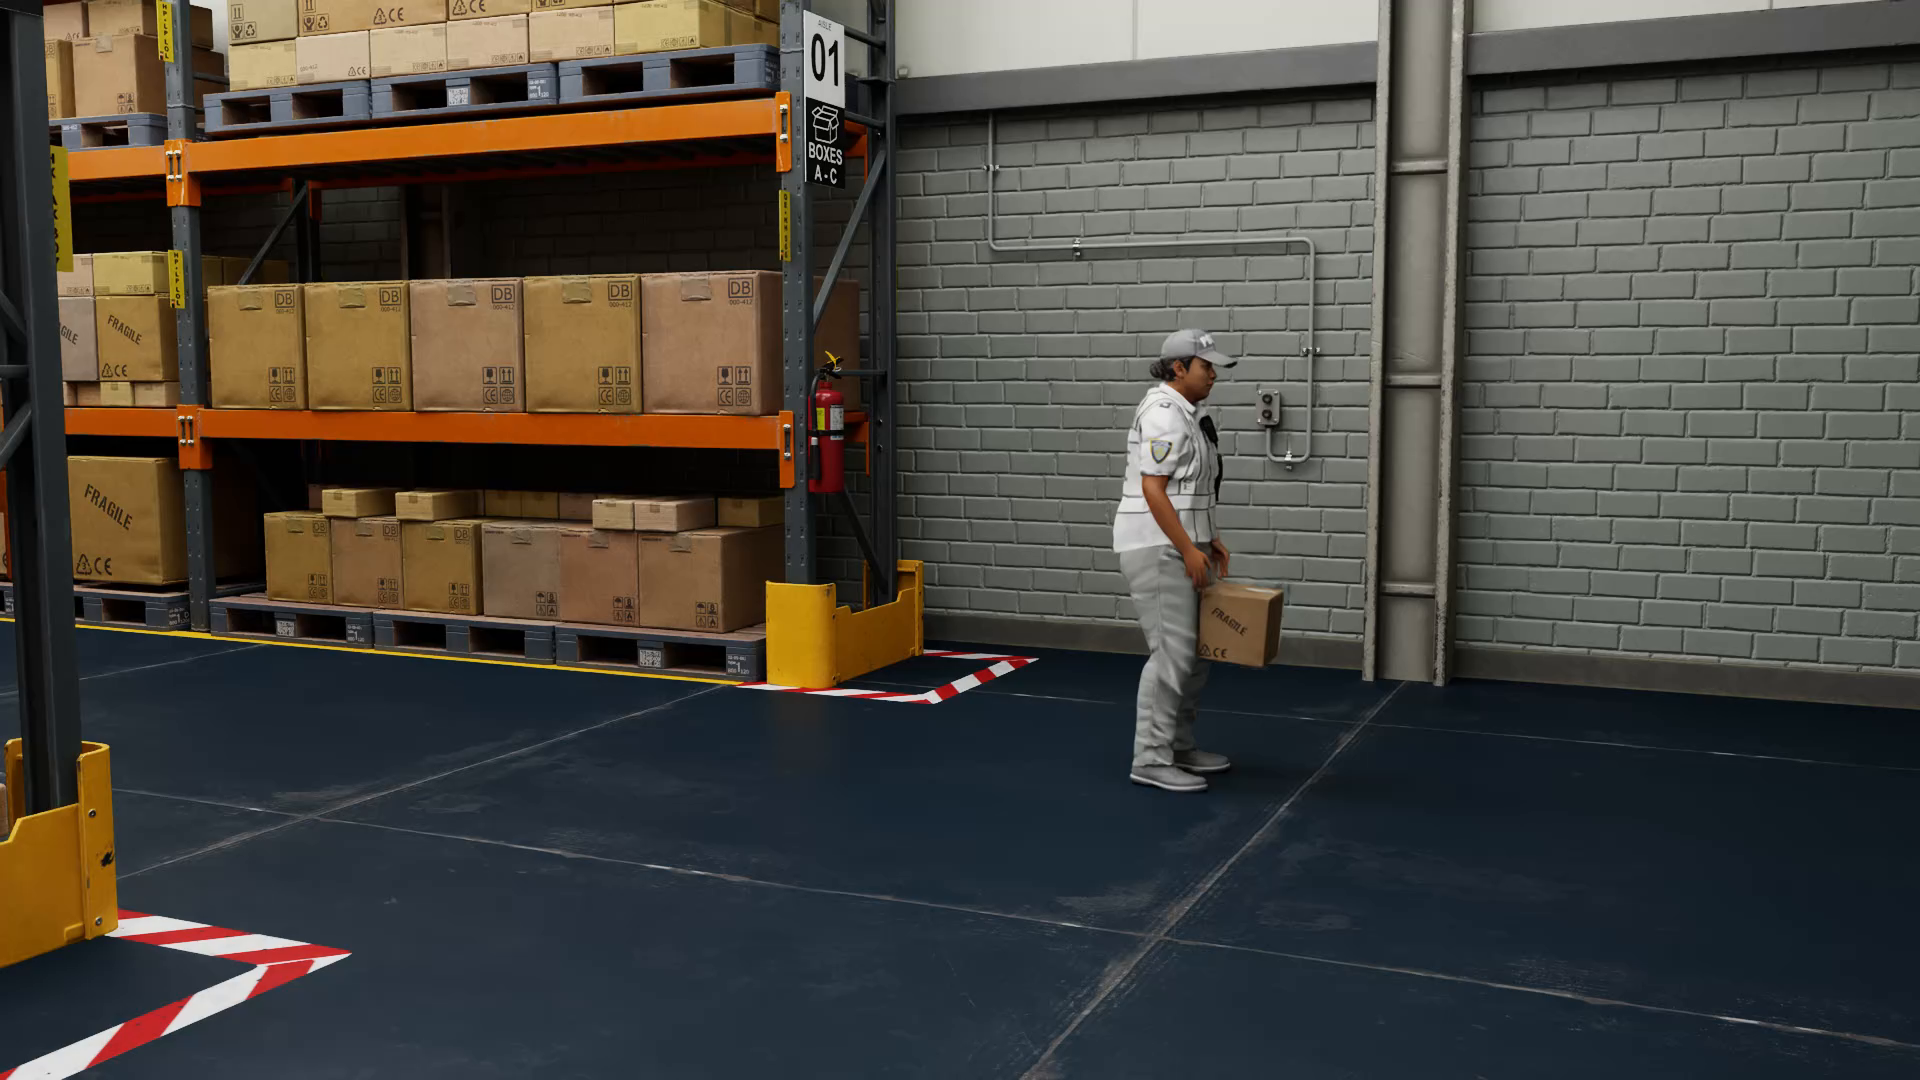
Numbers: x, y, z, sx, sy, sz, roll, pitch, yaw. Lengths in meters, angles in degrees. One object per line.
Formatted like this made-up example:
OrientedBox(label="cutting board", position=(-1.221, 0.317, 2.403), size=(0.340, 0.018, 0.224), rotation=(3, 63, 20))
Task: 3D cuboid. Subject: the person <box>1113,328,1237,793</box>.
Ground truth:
OrientedBox(label="person", position=(0.799, 0.055, 6.173), size=(0.429, 1.671, 0.521), rotation=(2, 6, 22))
